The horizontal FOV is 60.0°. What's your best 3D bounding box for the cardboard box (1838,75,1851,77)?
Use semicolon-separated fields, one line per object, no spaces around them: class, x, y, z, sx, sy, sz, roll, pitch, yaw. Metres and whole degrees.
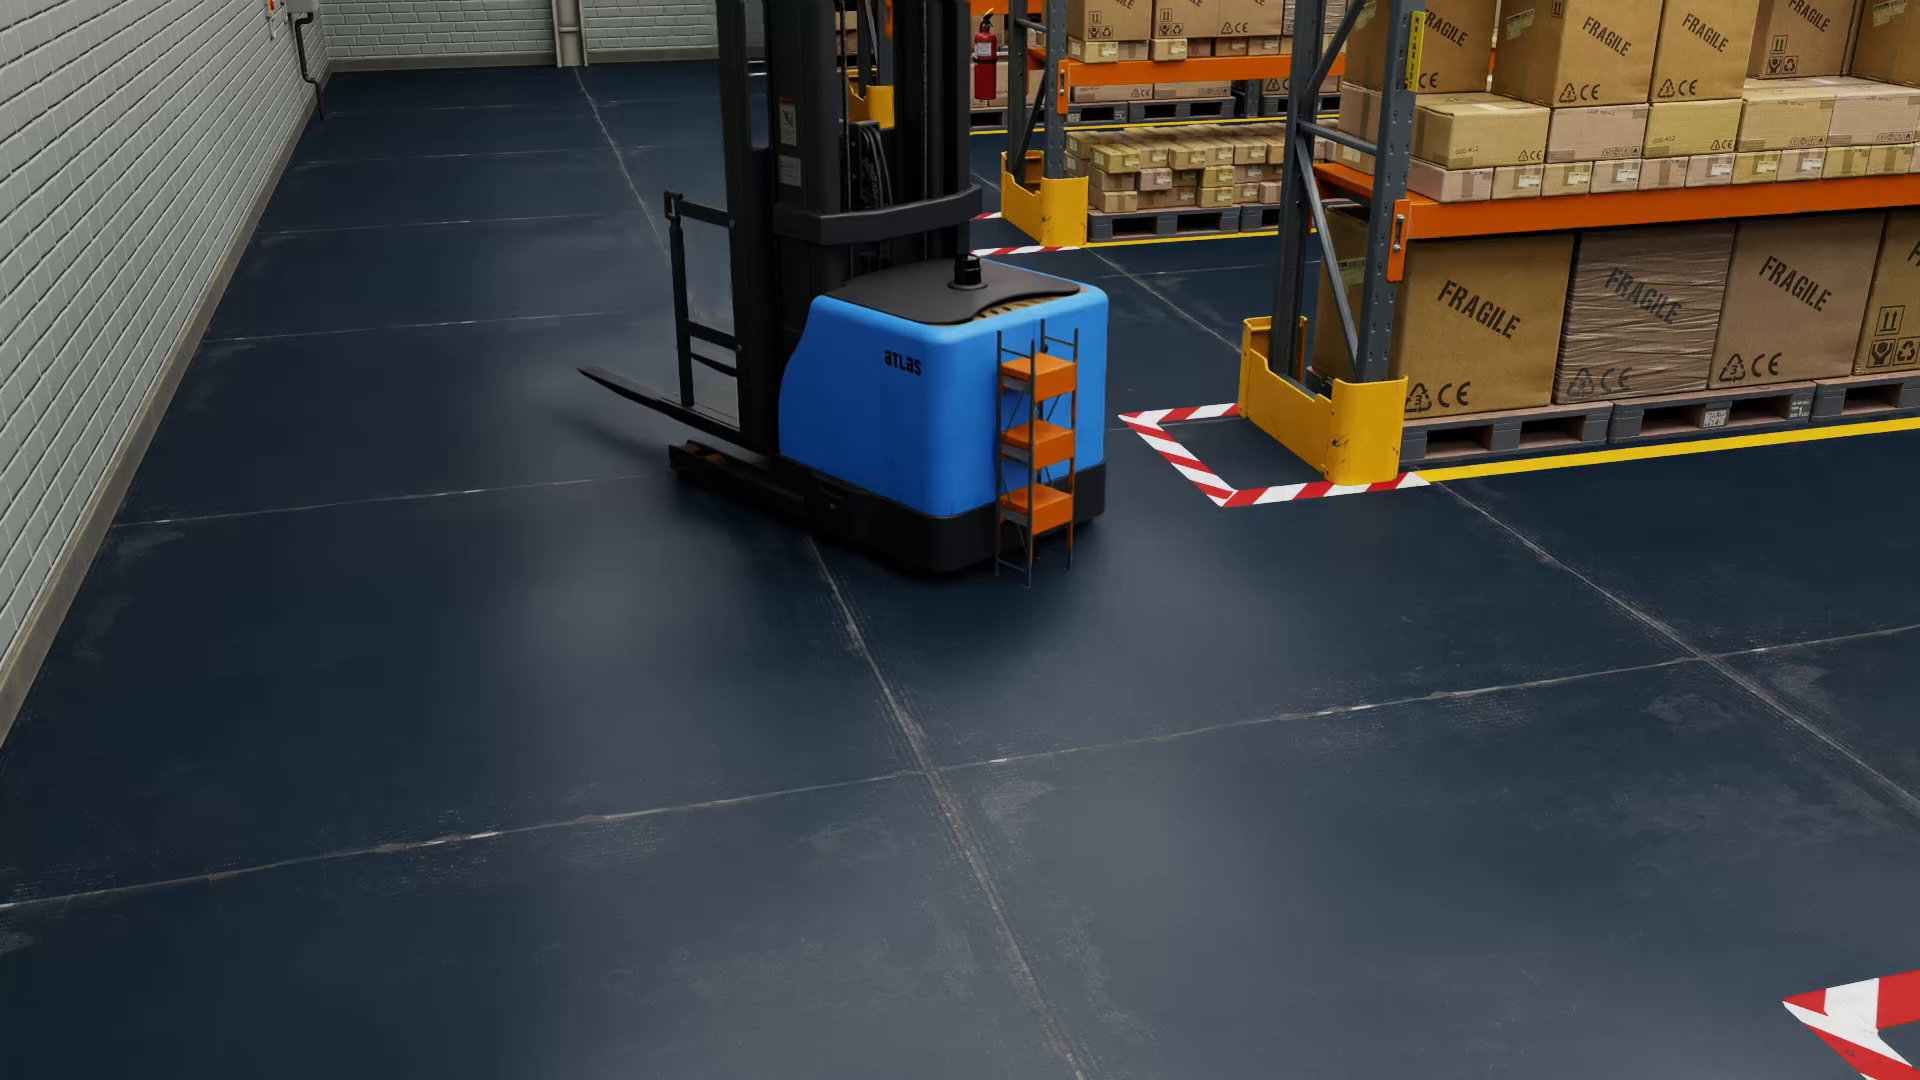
cardboard box;4.652;-2.361;8.763;0.500;0.250;0.500;-6;24;-15

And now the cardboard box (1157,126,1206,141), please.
cardboard box;1.741;-3.156;13.130;0.250;0.149;0.380;-7;24;-16

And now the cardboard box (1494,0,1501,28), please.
cardboard box;4.023;-4.213;12.761;0.500;0.500;0.500;-6;24;-14

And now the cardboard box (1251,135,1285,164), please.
cardboard box;2.419;-2.994;12.752;0.250;0.149;0.380;-6;24;-14

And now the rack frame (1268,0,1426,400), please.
rack frame;1.804;-1.869;7.803;0.127;3.000;1.000;-6;24;-14

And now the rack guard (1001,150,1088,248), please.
rack guard;0.634;-2.623;12.728;0.348;0.500;1.175;-6;24;-14

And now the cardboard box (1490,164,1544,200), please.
cardboard box;2.481;-1.694;7.713;0.250;0.149;0.380;-7;24;-15

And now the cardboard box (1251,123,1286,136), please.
cardboard box;2.513;-3.231;13.304;0.250;0.149;0.380;-6;24;-14

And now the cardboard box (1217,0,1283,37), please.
cardboard box;2.052;-4.003;12.271;0.500;0.500;0.500;-6;24;-14

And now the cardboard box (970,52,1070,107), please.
cardboard box;0.614;-4.856;17.480;0.875;0.438;0.875;-6;24;-13

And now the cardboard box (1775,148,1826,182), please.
cardboard box;3.967;-1.859;8.098;0.250;0.149;0.380;-6;24;-14

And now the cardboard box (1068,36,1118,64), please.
cardboard box;0.962;-3.558;12.056;0.250;0.149;0.380;-7;24;-15

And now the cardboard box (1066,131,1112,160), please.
cardboard box;1.002;-3.072;12.934;0.250;0.149;0.380;-6;24;-14

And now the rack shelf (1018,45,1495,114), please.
rack shelf;2.487;-3.646;12.855;4.000;0.370;1.077;-6;24;-14

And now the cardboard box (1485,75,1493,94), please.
cardboard box;2.687;-2.143;8.254;0.500;0.250;0.500;-7;24;-15

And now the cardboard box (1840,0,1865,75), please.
cardboard box;4.649;-2.704;8.610;0.500;0.500;0.500;-6;24;-14

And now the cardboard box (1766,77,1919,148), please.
cardboard box;4.312;-2.106;8.167;0.500;0.250;0.500;-6;24;-13

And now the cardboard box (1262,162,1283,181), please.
cardboard box;2.382;-2.904;12.918;0.250;0.149;0.380;-5;24;-12

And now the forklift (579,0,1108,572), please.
forklift;-0.737;-1.708;7.513;1.130;2.935;3.031;-21;31;-39

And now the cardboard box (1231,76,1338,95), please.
cardboard box;3.553;-5.371;18.125;0.875;0.875;0.875;-6;24;-13

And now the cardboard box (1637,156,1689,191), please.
cardboard box;3.224;-1.777;7.905;0.250;0.149;0.380;-7;24;-15

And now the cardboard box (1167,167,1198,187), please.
cardboard box;1.626;-2.809;12.697;0.250;0.149;0.380;-6;24;-14

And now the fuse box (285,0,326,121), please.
fuse box;-6.723;-5.243;17.300;0.414;1.711;0.539;-6;24;-14

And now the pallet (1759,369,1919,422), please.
pallet;4.902;-0.963;9.226;1.213;0.211;1.003;-6;24;-14

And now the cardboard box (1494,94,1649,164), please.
cardboard box;2.838;-1.944;7.789;0.500;0.250;0.500;-7;24;-15

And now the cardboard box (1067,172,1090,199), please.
cardboard box;1.012;-2.781;13.011;0.250;0.149;0.380;-6;24;-13

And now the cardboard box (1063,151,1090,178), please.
cardboard box;0.992;-2.947;13.020;0.250;0.149;0.380;-7;24;-16

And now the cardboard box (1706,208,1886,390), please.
cardboard box;4.131;-1.376;8.815;0.875;0.875;0.875;-6;24;-14

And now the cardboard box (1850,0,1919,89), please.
cardboard box;4.801;-2.506;8.147;0.500;0.500;0.500;-6;24;-14

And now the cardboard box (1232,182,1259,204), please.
cardboard box;2.115;-2.717;12.862;0.250;0.149;0.380;-6;24;-14

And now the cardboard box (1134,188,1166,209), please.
cardboard box;1.382;-2.639;12.680;0.250;0.149;0.380;-6;24;-15

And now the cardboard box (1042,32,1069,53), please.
cardboard box;0.799;-3.790;12.597;0.250;0.149;0.380;-6;24;-14

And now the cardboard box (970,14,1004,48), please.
cardboard box;0.230;-6.776;21.876;0.500;0.500;0.700;-7;24;-16

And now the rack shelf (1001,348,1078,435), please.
rack shelf;0.306;-0.593;6.608;0.240;0.259;0.215;-21;31;-39

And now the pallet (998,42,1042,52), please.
pallet;0.972;-6.588;22.335;1.213;0.211;1.003;-6;24;-14

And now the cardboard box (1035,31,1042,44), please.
cardboard box;1.177;-6.654;22.036;0.250;0.149;0.380;-7;24;-16

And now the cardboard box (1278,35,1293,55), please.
cardboard box;2.450;-3.743;12.489;0.250;0.149;0.380;-5;24;-12

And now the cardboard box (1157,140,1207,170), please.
cardboard box;1.668;-2.900;12.532;0.250;0.149;0.380;-6;24;-15

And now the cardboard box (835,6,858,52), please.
cardboard box;-1.603;-6.591;21.439;0.637;0.503;0.797;-7;24;-16

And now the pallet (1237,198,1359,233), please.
pallet;2.599;-2.691;13.255;1.213;0.211;1.003;-6;24;-14

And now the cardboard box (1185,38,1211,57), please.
cardboard box;1.682;-3.689;12.361;0.250;0.149;0.380;-5;24;-12

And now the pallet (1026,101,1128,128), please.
pallet;1.048;-4.594;17.688;1.213;0.211;1.003;-6;24;-14

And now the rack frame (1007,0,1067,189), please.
rack frame;0.561;-3.763;12.216;0.127;3.000;1.000;-6;24;-14

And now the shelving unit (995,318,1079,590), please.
shelving unit;0.305;-0.342;6.716;0.252;1.050;0.215;-21;31;-39

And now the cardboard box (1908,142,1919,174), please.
cardboard box;4.707;-1.941;8.288;0.250;0.149;0.380;-6;24;-13

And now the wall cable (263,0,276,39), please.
wall cable;-6.296;-5.504;14.944;0.123;1.953;0.585;-6;24;-14
